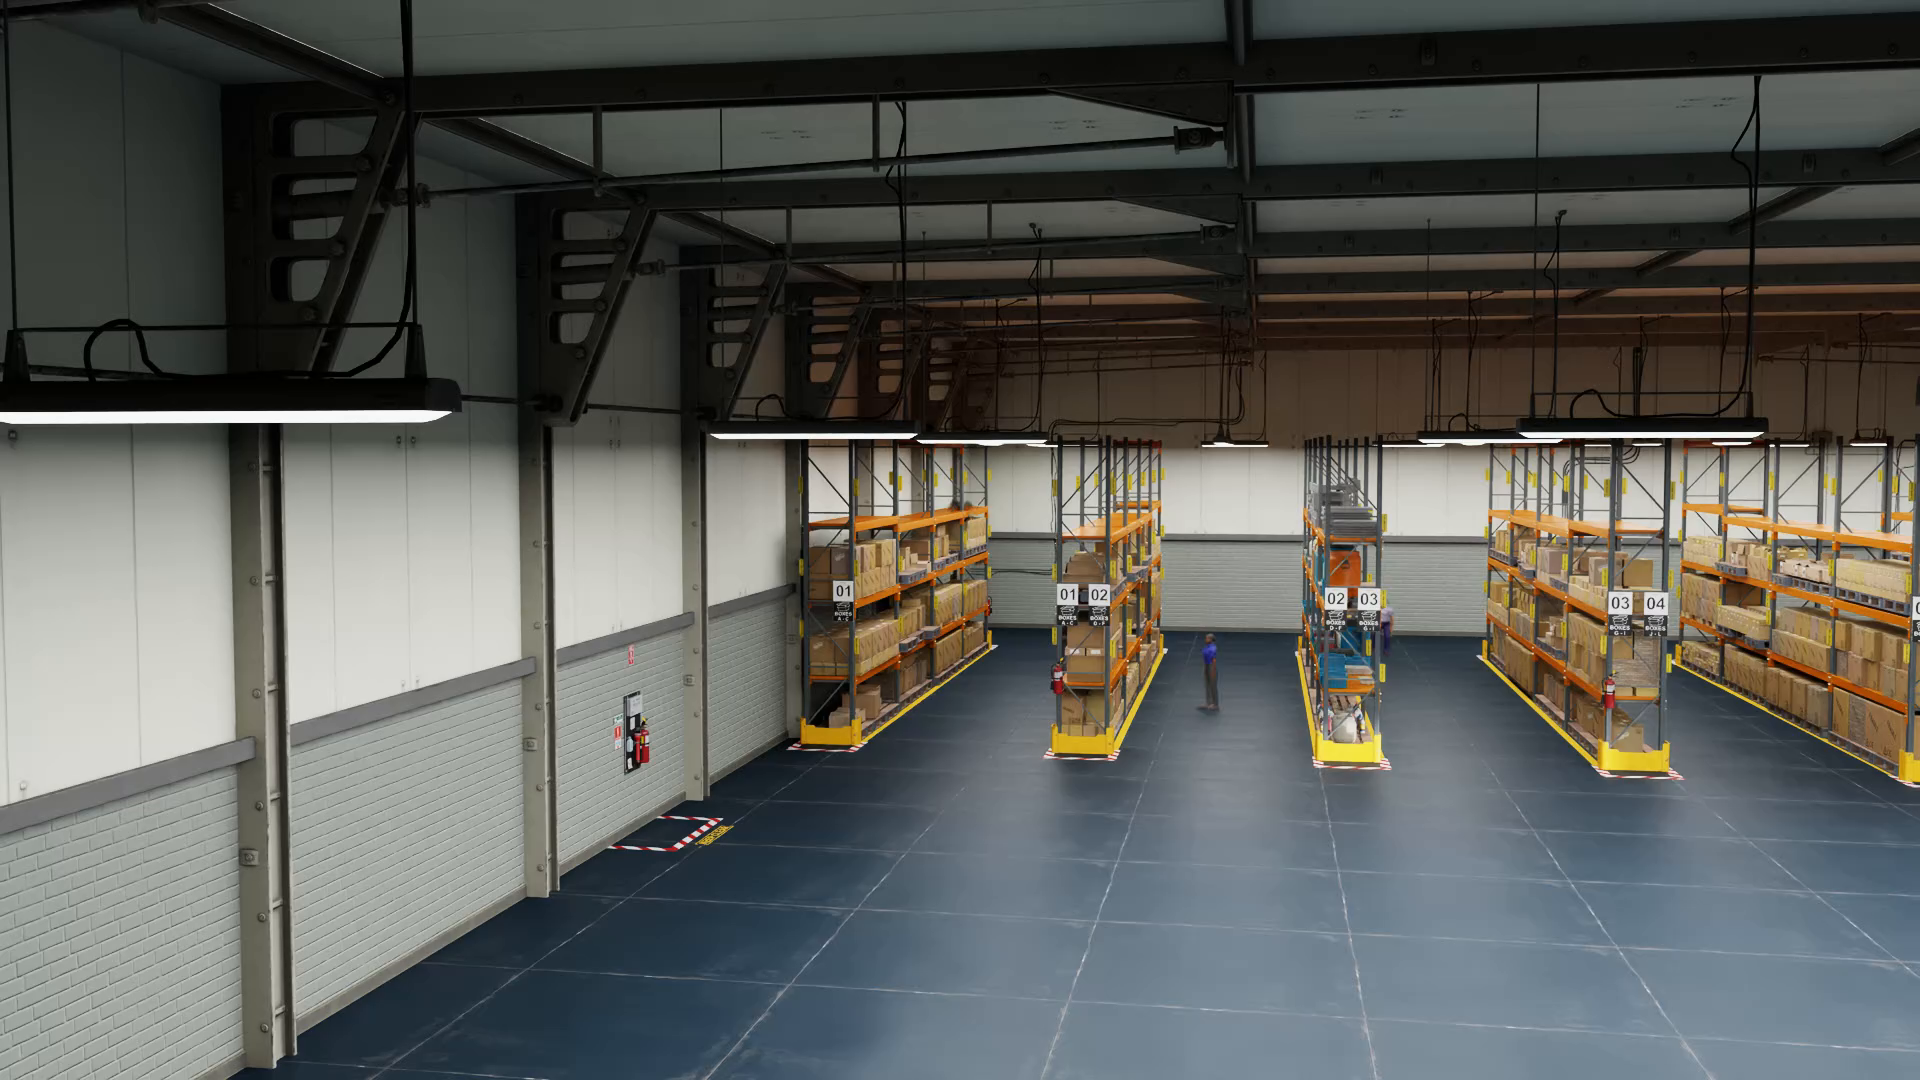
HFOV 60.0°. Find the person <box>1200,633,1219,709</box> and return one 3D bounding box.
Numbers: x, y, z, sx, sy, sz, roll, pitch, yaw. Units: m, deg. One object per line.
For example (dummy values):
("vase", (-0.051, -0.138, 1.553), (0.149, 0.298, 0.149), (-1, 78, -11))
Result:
("person", (5.544, 2.898, 36.844), (0.376, 1.665, 0.457), (-1, 3, -12))

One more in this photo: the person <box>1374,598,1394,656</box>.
("person", (11.808, 2.398, 46.344), (0.505, 1.614, 0.665), (0, 3, 7))

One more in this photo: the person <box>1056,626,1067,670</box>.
("person", (2.712, 2.548, 43.169), (0.472, 1.710, 0.566), (2, 4, 35))
